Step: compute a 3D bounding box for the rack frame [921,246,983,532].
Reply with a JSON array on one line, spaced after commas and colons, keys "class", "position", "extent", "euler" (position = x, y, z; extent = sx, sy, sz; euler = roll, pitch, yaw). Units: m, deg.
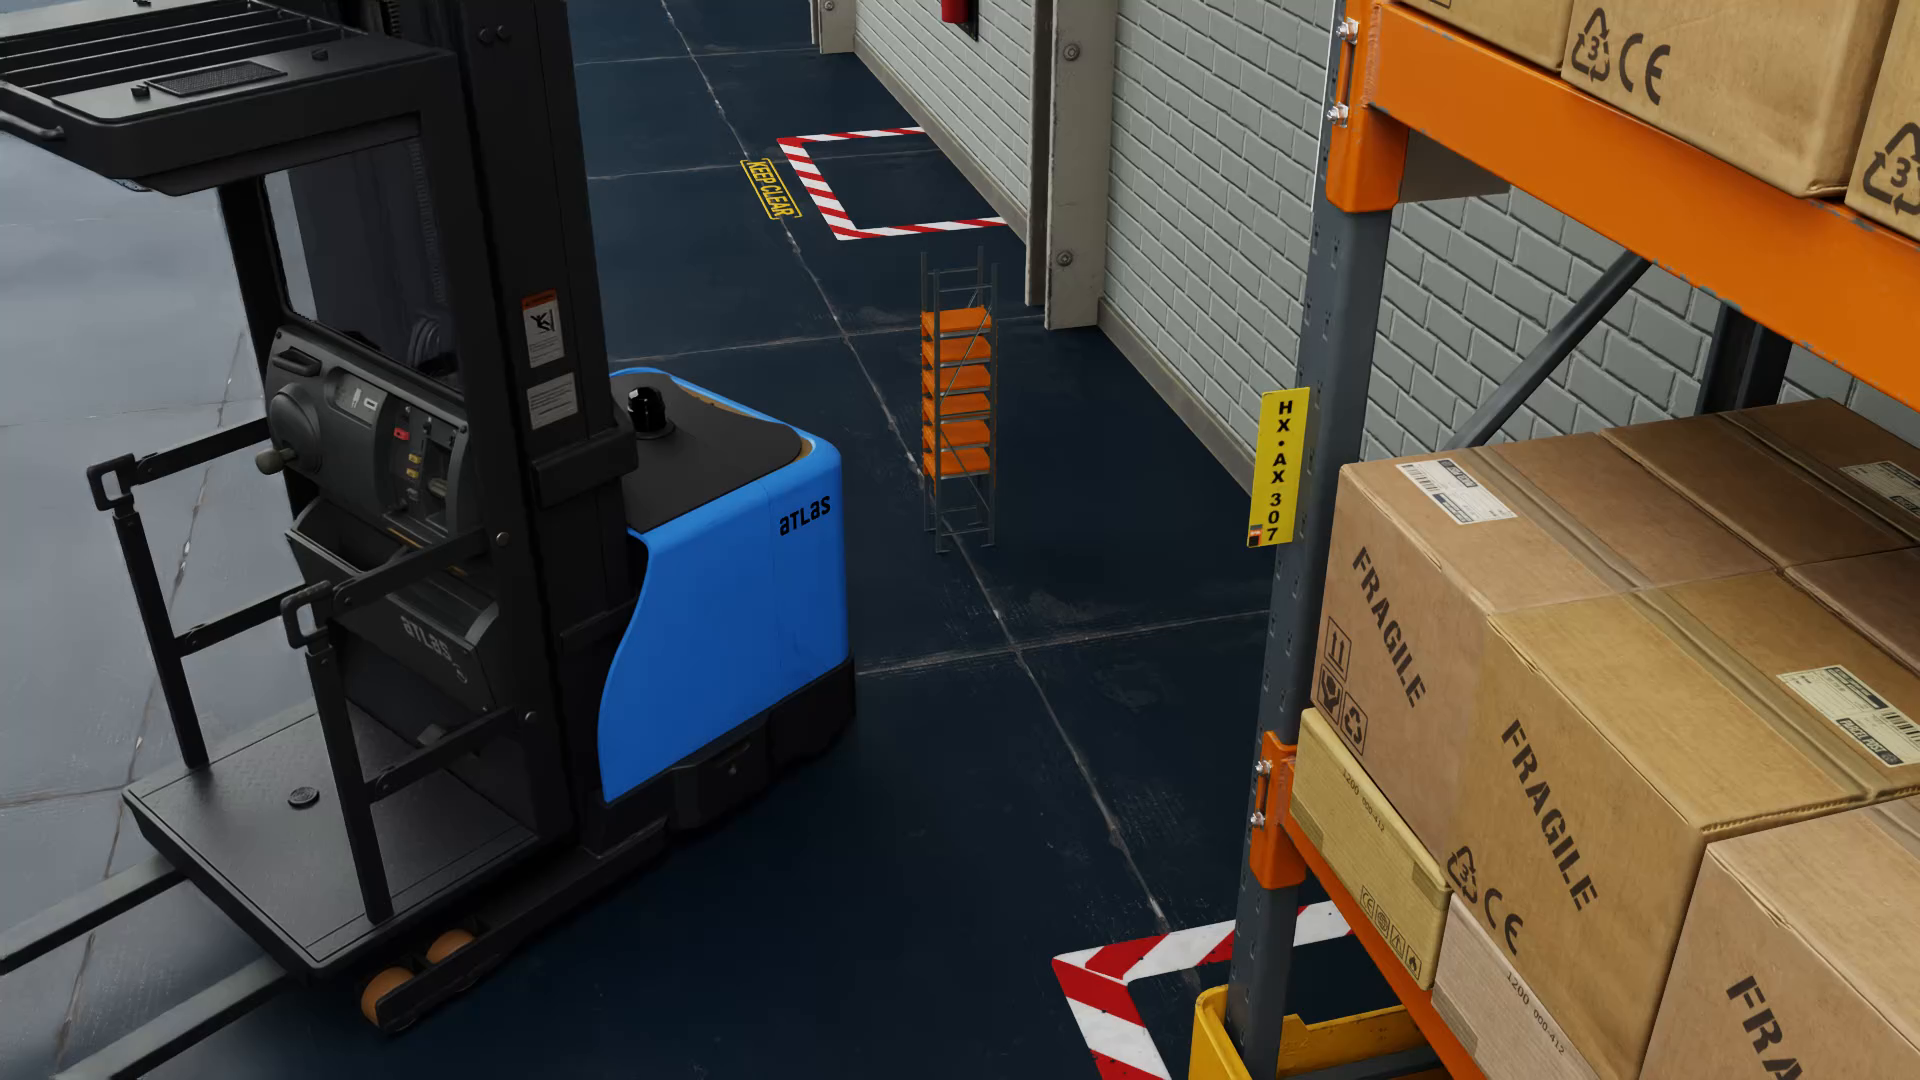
[{"class": "rack frame", "position": [-0.028, -0.570, 6.538], "extent": [0.240, 1.200, 0.006], "euler": [-8, 31, -13]}]

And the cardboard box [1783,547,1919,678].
[{"class": "cardboard box", "position": [1.577, 0.345, 2.541], "extent": [0.500, 0.500, 0.500], "euler": [-7, 31, -13]}]

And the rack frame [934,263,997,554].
[{"class": "rack frame", "position": [0.020, -0.482, 6.385], "extent": [0.240, 1.200, 0.006], "euler": [-8, 31, -13]}]

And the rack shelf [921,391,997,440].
[{"class": "rack shelf", "position": [-0.004, -0.488, 6.484], "extent": [0.258, 0.103, 0.180], "euler": [-8, 31, -13]}]

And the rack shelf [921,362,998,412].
[{"class": "rack shelf", "position": [-0.004, -0.592, 6.424], "extent": [0.258, 0.103, 0.180], "euler": [-8, 31, -13]}]

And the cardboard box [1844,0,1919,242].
[{"class": "cardboard box", "position": [1.220, -0.472, 1.457], "extent": [0.500, 0.500, 0.500], "euler": [-6, 31, -11]}]

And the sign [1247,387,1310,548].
[{"class": "sign", "position": [0.600, -0.133, 3.122], "extent": [0.100, 0.325, 0.005], "euler": [-8, 31, -13]}]

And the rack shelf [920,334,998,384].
[{"class": "rack shelf", "position": [-0.004, -0.696, 6.364], "extent": [0.258, 0.103, 0.180], "euler": [-8, 31, -13]}]

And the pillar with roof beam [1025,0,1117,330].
[{"class": "pillar with roof beam", "position": [-3.600, -4.530, 5.593], "extent": [9.100, 9.000, 0.400], "euler": [-8, 31, -13]}]

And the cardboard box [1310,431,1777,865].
[{"class": "cardboard box", "position": [0.960, 0.171, 2.841], "extent": [0.500, 0.500, 0.500], "euler": [-8, 31, -13]}]

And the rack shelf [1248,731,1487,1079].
[{"class": "rack shelf", "position": [1.654, 1.446, 1.975], "extent": [1.077, 0.370, 4.000], "euler": [-8, 31, -13]}]

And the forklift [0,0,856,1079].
[{"class": "forklift", "position": [-1.703, -0.237, 4.233], "extent": [1.130, 2.935, 3.031], "euler": [24, 38, 35]}]

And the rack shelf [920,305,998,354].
[{"class": "rack shelf", "position": [-0.004, -0.799, 6.303], "extent": [0.258, 0.103, 0.180], "euler": [-8, 31, -13]}]

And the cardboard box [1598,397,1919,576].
[{"class": "cardboard box", "position": [1.453, 0.100, 2.964], "extent": [0.500, 0.500, 0.500], "euler": [-8, 31, -14]}]

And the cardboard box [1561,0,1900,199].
[{"class": "cardboard box", "position": [1.079, -0.722, 1.889], "extent": [0.500, 0.500, 0.500], "euler": [-6, 31, -10]}]

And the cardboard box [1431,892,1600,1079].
[{"class": "cardboard box", "position": [1.098, 0.752, 2.586], "extent": [0.500, 0.250, 0.500], "euler": [-9, 31, -15]}]

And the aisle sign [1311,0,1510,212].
[{"class": "aisle sign", "position": [0.815, -0.951, 2.803], "extent": [0.394, 0.787, 0.004], "euler": [-8, 31, -13]}]

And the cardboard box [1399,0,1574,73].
[{"class": "cardboard box", "position": [0.971, -0.986, 2.345], "extent": [0.500, 0.500, 0.500], "euler": [-7, 31, -12]}]

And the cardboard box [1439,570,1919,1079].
[{"class": "cardboard box", "position": [1.081, 0.411, 2.426], "extent": [0.500, 0.500, 0.500], "euler": [-8, 31, -13]}]

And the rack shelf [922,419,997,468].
[{"class": "rack shelf", "position": [-0.004, -0.384, 6.544], "extent": [0.258, 0.103, 0.180], "euler": [-8, 31, -13]}]

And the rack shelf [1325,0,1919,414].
[{"class": "rack shelf", "position": [1.654, 0.148, 1.223], "extent": [1.077, 0.370, 4.000], "euler": [-8, 31, -13]}]

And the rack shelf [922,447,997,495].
[{"class": "rack shelf", "position": [-0.004, -0.280, 6.604], "extent": [0.258, 0.103, 0.180], "euler": [-8, 31, -13]}]

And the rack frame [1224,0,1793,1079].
[{"class": "rack frame", "position": [1.123, 0.169, 3.463], "extent": [1.000, 3.000, 0.127], "euler": [-8, 31, -13]}]

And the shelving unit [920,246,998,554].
[{"class": "shelving unit", "position": [-0.004, -0.526, 6.461], "extent": [0.258, 1.200, 0.189], "euler": [-8, 31, -13]}]

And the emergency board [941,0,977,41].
[{"class": "emergency board", "position": [-0.069, -3.704, 10.155], "extent": [0.194, 1.169, 0.643], "euler": [-8, 31, -13]}]

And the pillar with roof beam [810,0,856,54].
[{"class": "pillar with roof beam", "position": [-5.193, -7.428, 10.599], "extent": [9.100, 9.000, 0.400], "euler": [-8, 31, -13]}]
